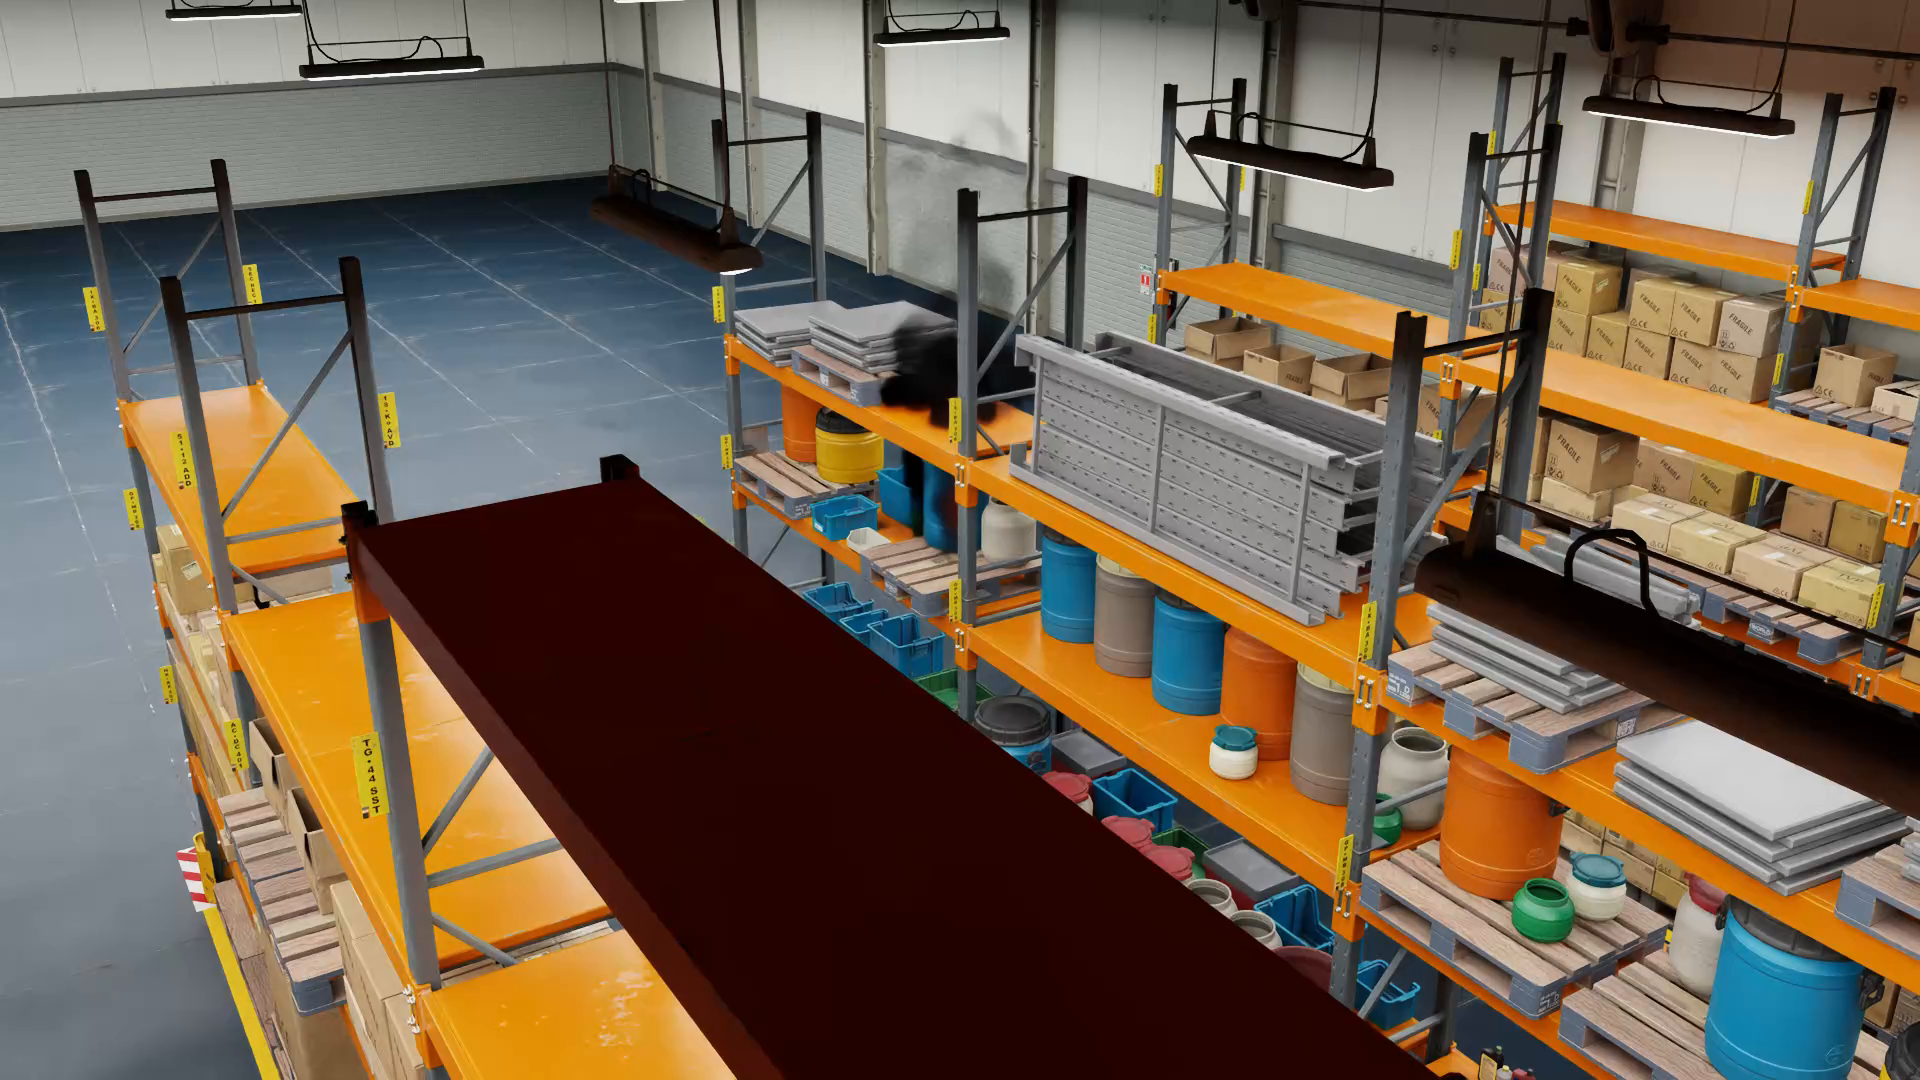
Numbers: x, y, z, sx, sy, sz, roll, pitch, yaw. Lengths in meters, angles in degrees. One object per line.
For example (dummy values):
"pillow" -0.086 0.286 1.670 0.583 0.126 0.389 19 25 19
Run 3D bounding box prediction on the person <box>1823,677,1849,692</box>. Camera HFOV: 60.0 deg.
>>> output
"person" 7.366 1.888 14.457 0.568 1.628 0.543 -18 28 -37

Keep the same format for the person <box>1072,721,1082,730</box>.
"person" 1.086 1.673 15.046 0.539 1.613 0.871 -16 27 -34
